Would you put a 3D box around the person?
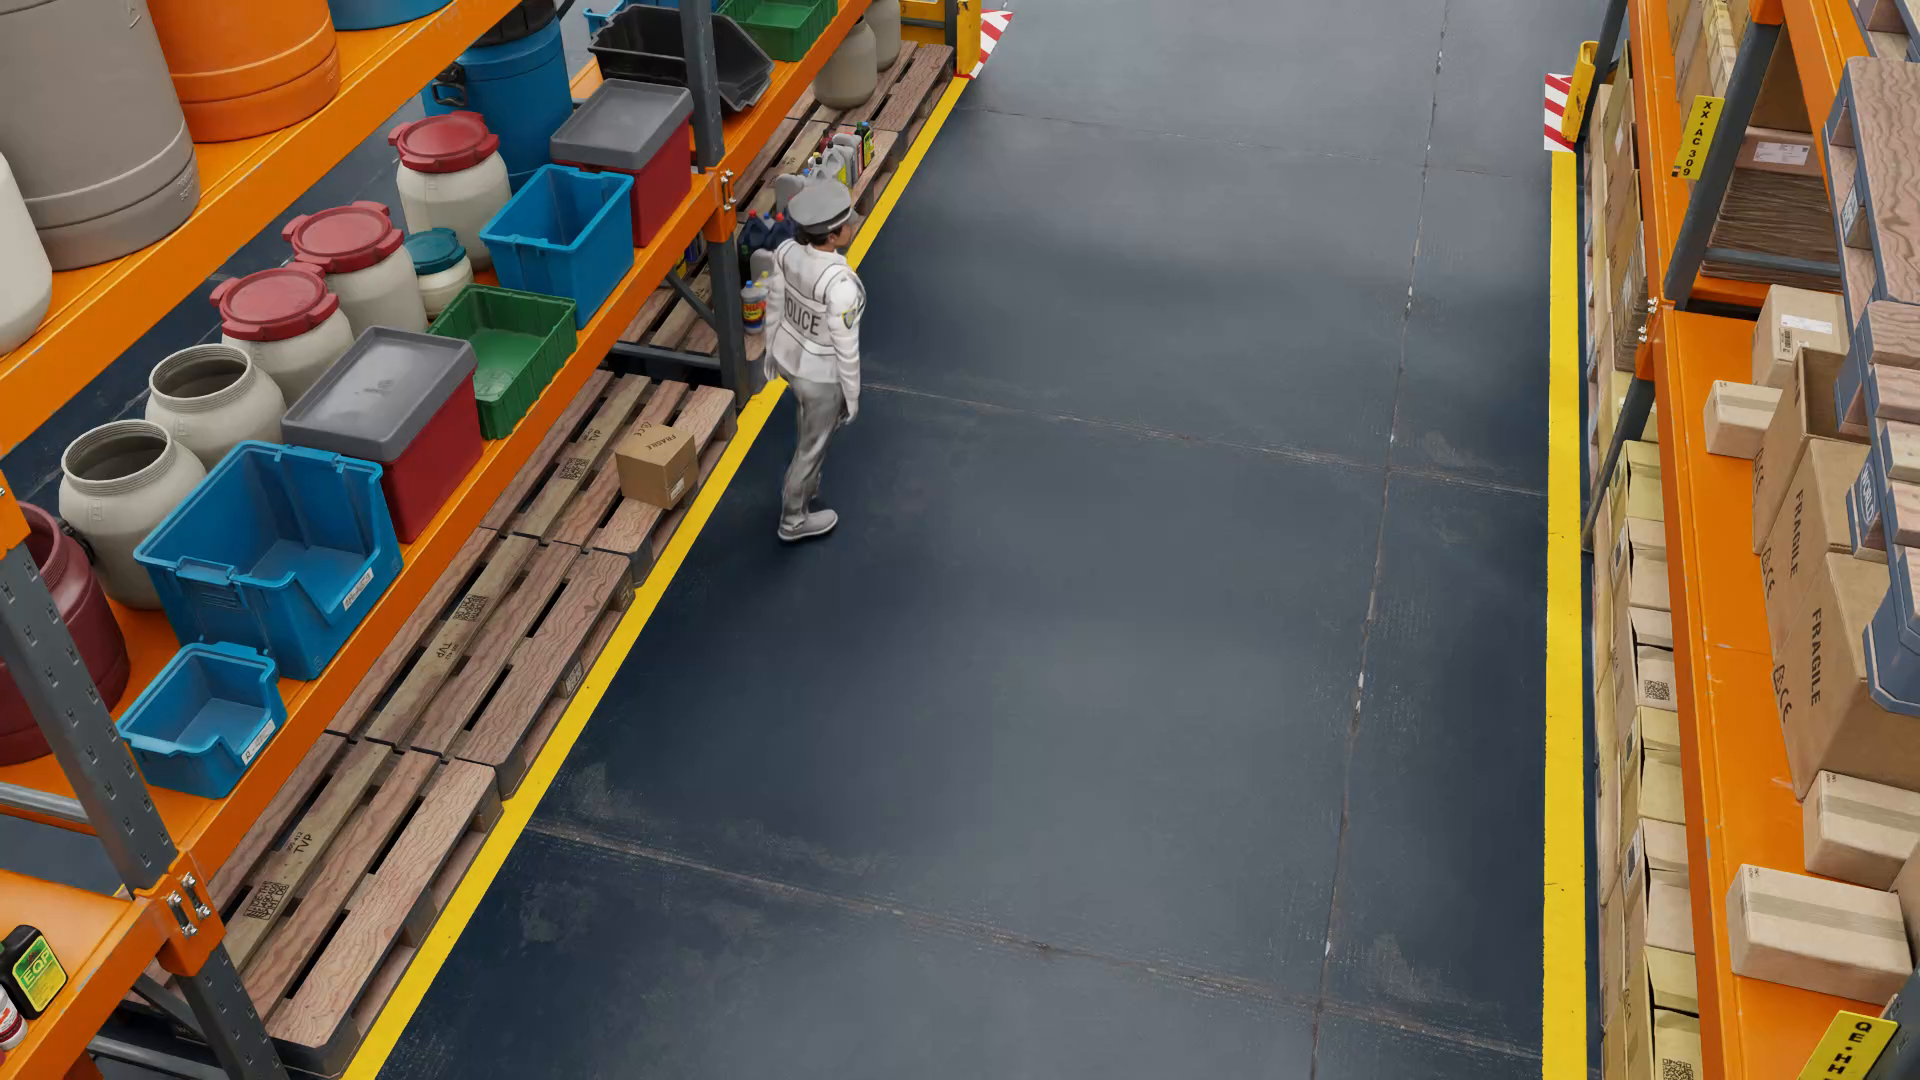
[{"bbox_3d":[-0.598,-0.705,6.927,0.484,1.673,0.525,-24,47,-25],"label":"person"}]
